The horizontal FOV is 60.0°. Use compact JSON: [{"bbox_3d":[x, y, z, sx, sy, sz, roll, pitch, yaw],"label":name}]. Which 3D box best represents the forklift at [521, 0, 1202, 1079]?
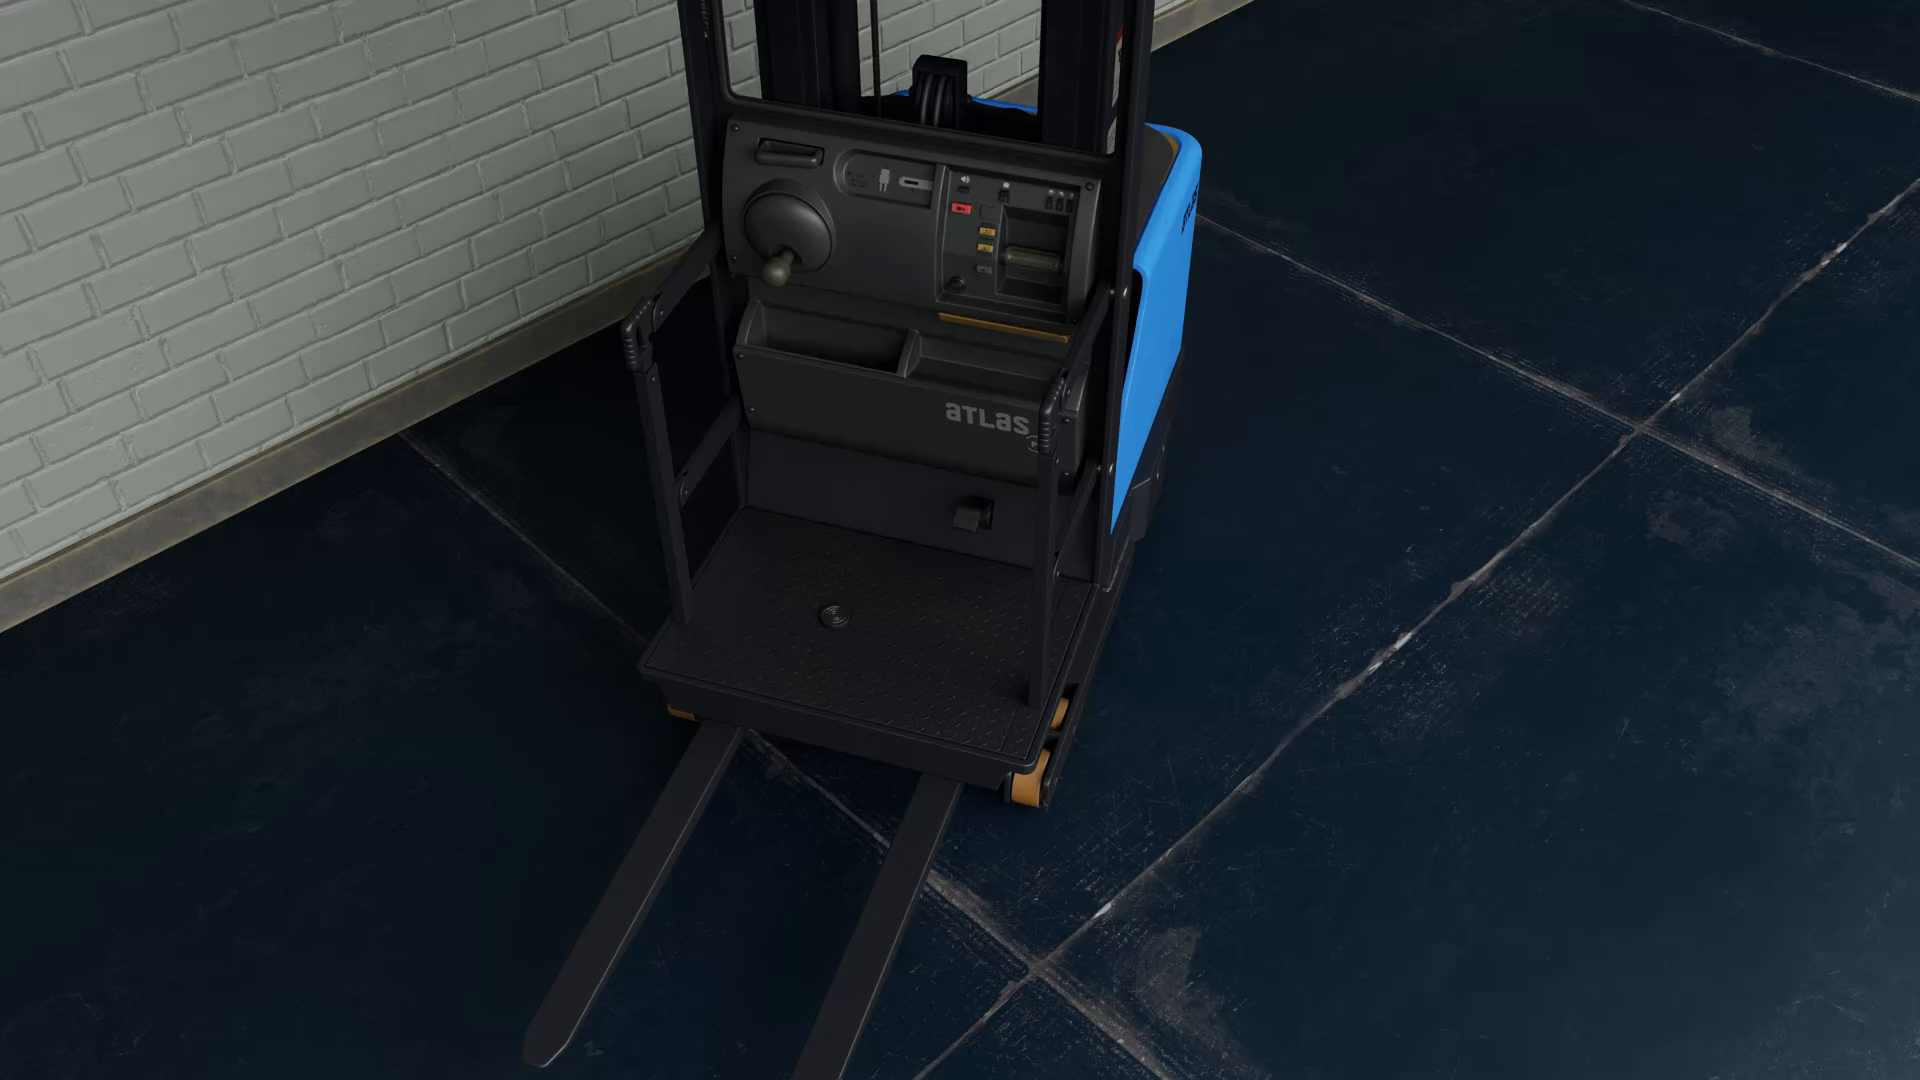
[{"bbox_3d":[-0.192,-0.671,3.816,1.130,2.935,3.031,12,44,13],"label":"forklift"}]
